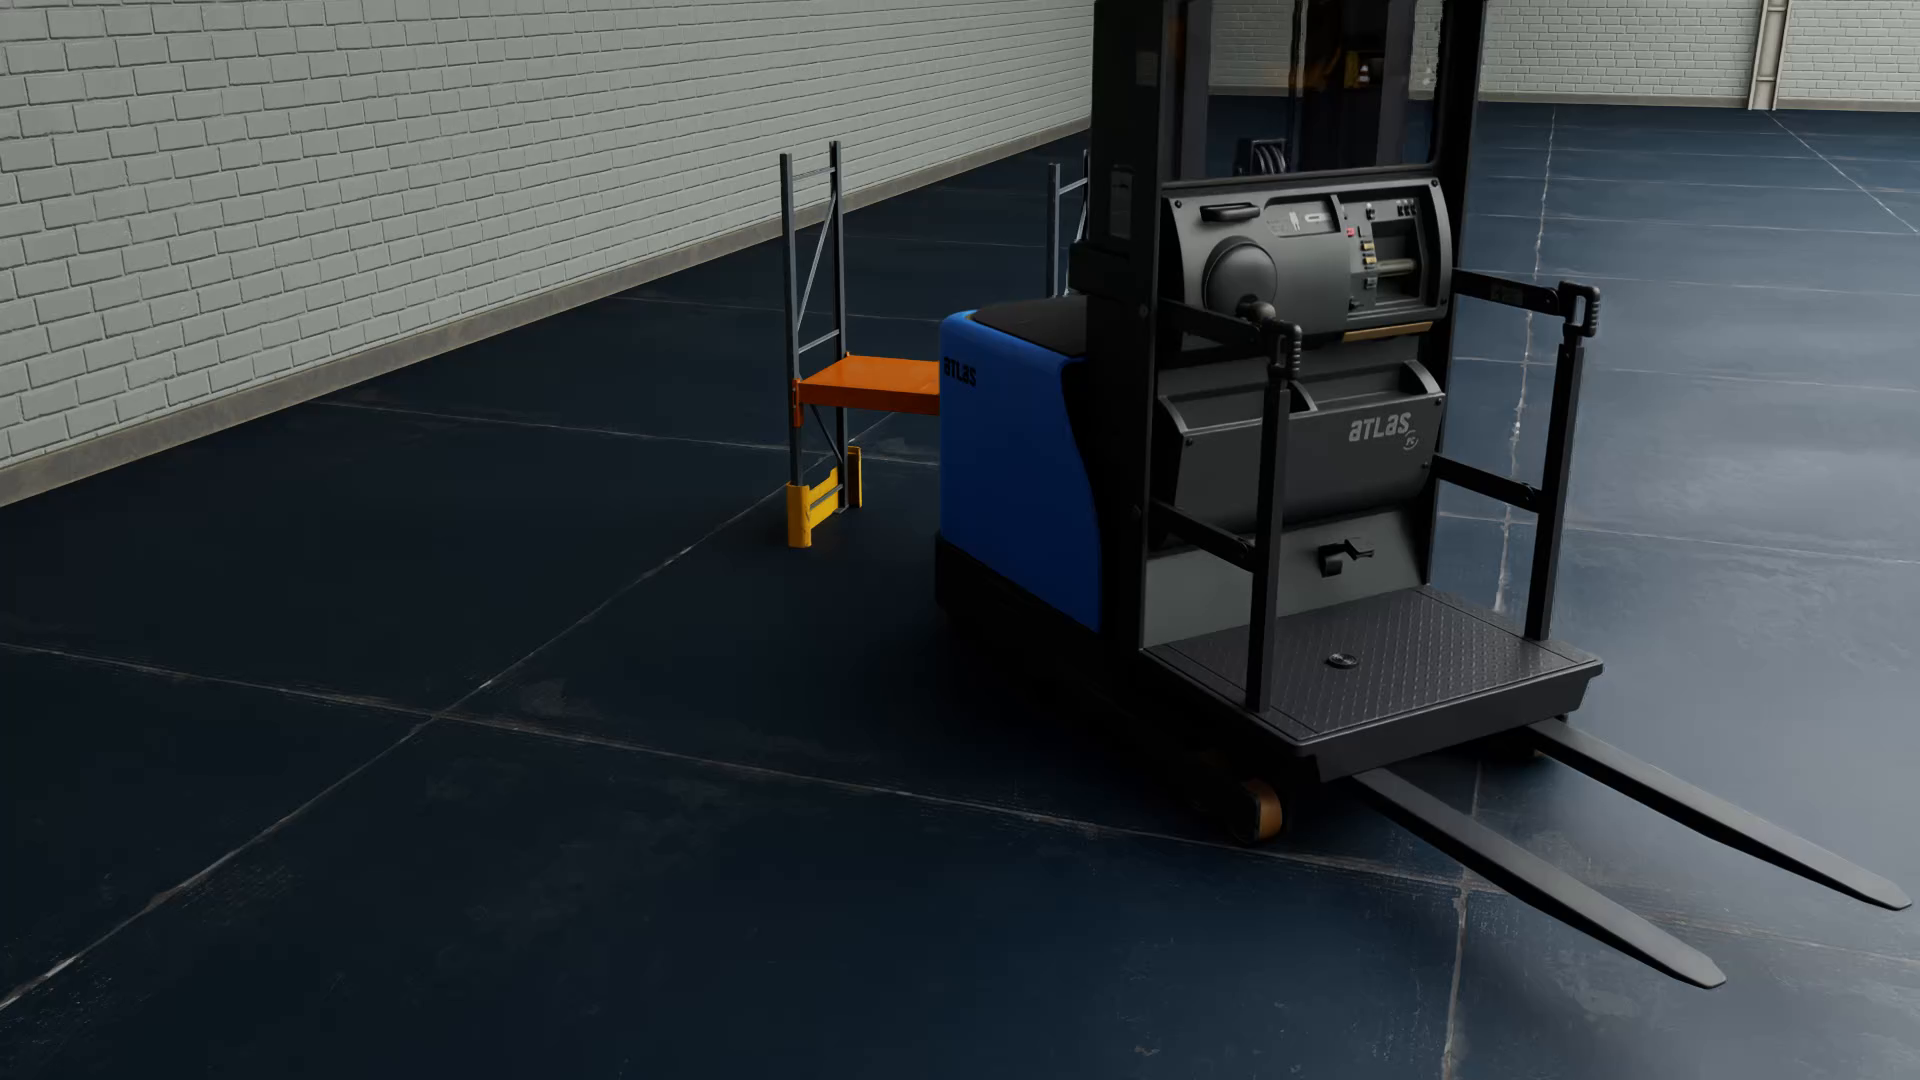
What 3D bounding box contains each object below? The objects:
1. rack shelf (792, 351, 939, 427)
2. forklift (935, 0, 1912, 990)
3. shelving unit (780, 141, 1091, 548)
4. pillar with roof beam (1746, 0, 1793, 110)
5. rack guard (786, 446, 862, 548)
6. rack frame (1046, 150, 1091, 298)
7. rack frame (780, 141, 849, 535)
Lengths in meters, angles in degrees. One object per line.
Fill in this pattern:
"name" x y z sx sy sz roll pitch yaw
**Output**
"rack shelf" -0.081 -0.548 6.415 1.000 0.185 0.538 7 20 18
"forklift" 1.064 -0.767 4.323 1.130 2.935 3.031 -10 22 -27
"shelving unit" -0.072 -0.716 6.353 1.083 1.500 0.587 7 20 18
"pillar with roof beam" 10.937 -9.559 20.328 0.400 9.000 9.100 7 20 18
"rack guard" -0.542 -0.180 6.713 0.087 0.250 0.587 7 20 18
"rack frame" 0.400 -0.663 6.198 0.032 1.500 0.500 7 20 18
"rack frame" -0.561 -0.772 6.513 0.032 1.500 0.500 7 20 18
